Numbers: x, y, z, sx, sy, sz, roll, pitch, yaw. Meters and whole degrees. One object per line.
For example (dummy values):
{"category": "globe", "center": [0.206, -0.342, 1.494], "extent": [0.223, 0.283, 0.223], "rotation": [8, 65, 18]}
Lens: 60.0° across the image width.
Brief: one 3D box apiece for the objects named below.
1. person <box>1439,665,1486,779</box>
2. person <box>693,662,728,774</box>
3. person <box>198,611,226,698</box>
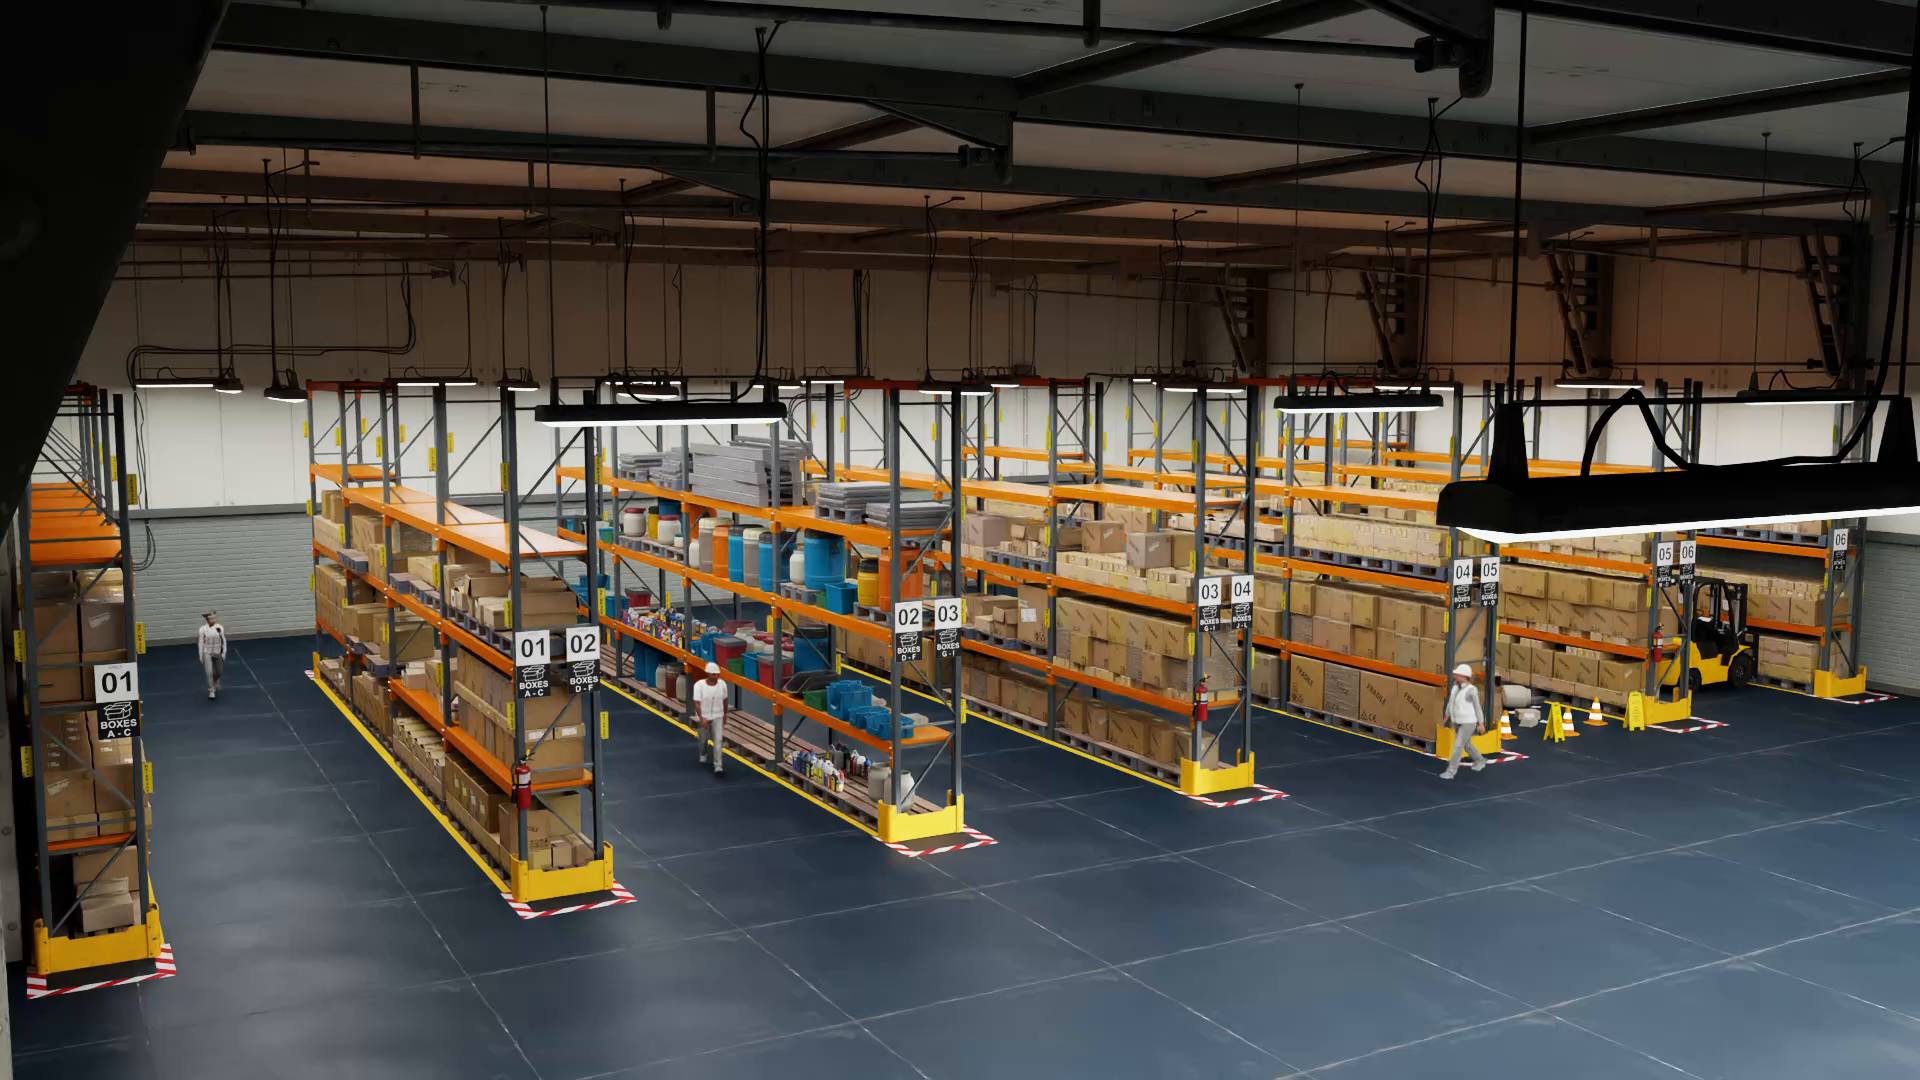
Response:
{"category": "person", "center": [7.700, 2.762, 25.437], "extent": [1.007, 1.729, 0.610], "rotation": [-3, 7, -23]}
{"category": "person", "center": [-3.854, 2.743, 25.818], "extent": [0.562, 1.686, 1.136], "rotation": [-2, 6, -17]}
{"category": "person", "center": [-14.246, 2.136, 31.683], "extent": [0.490, 1.632, 0.871], "rotation": [-4, 7, -31]}
